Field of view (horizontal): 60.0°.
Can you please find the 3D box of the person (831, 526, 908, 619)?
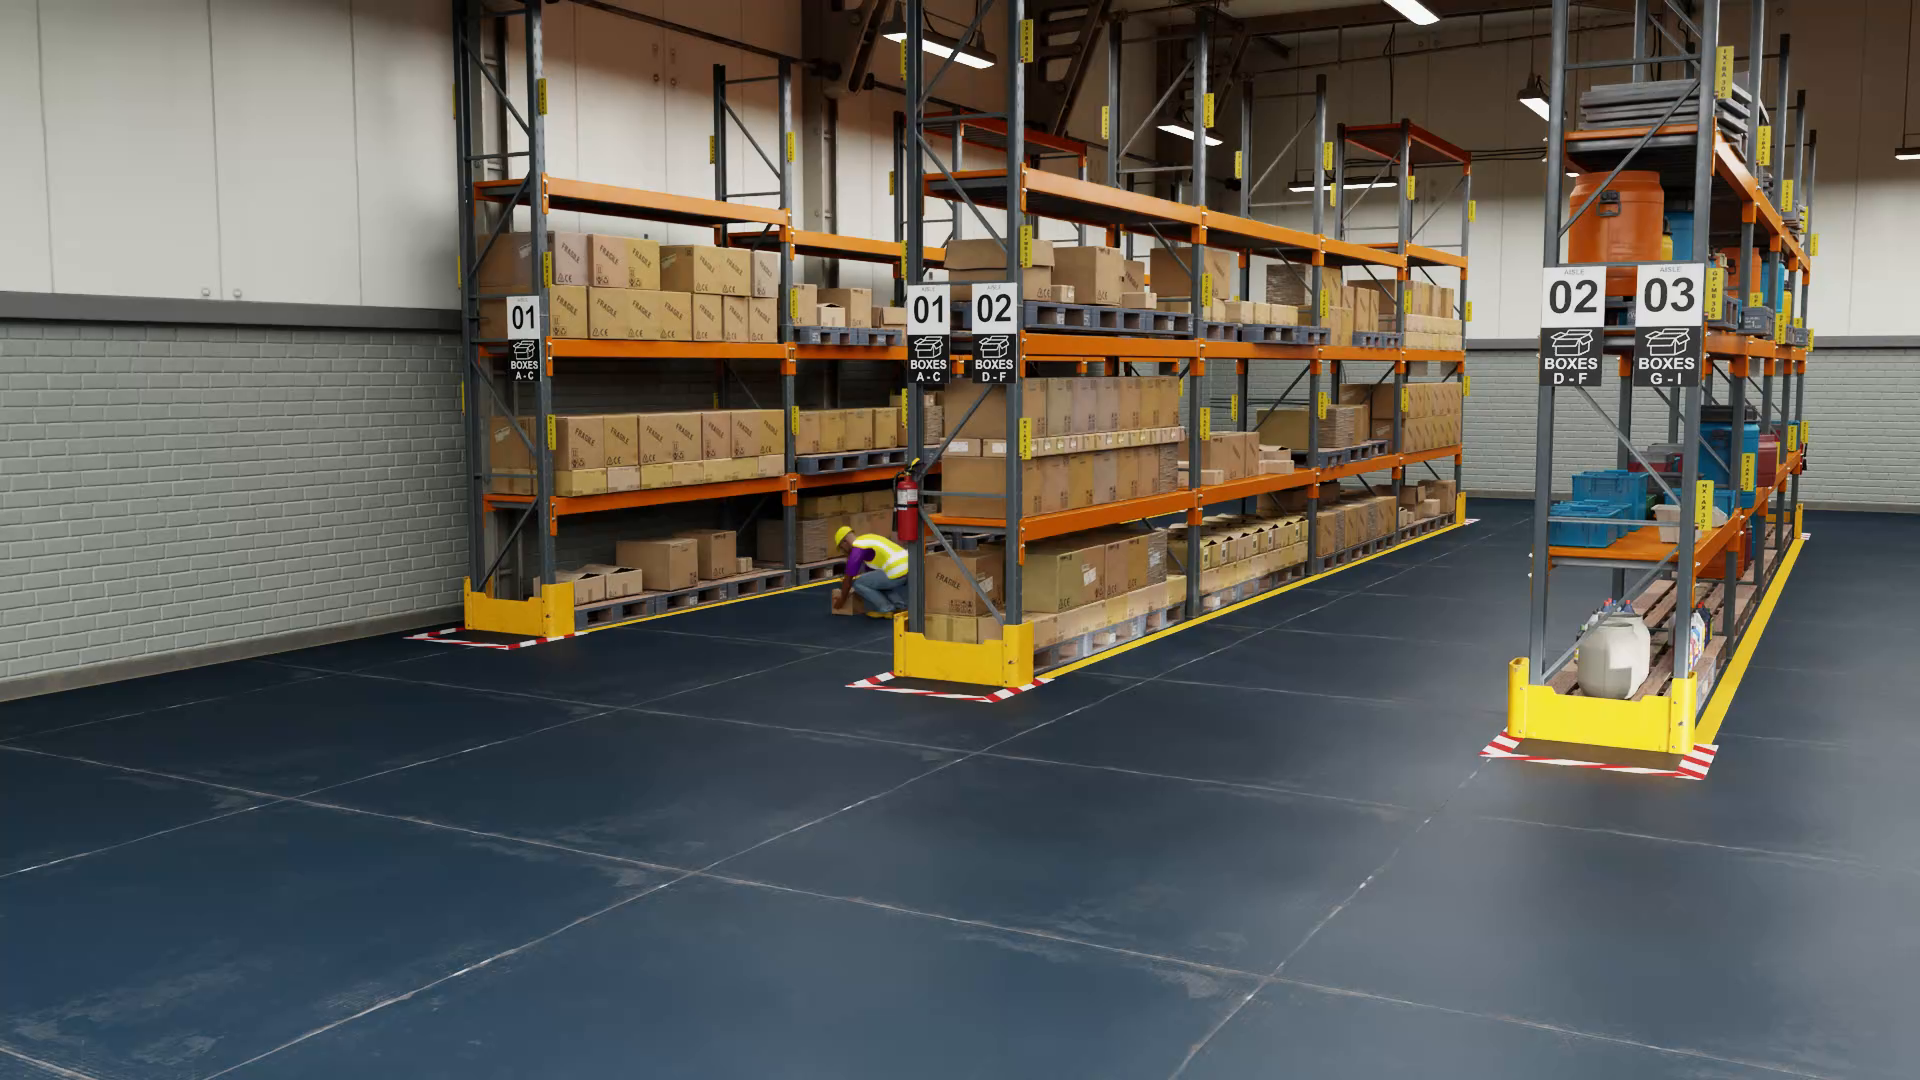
[{"bbox_3d":[-0.876,0.328,17.028,0.897,0.914,0.569,3,7,29],"label":"person"}]
